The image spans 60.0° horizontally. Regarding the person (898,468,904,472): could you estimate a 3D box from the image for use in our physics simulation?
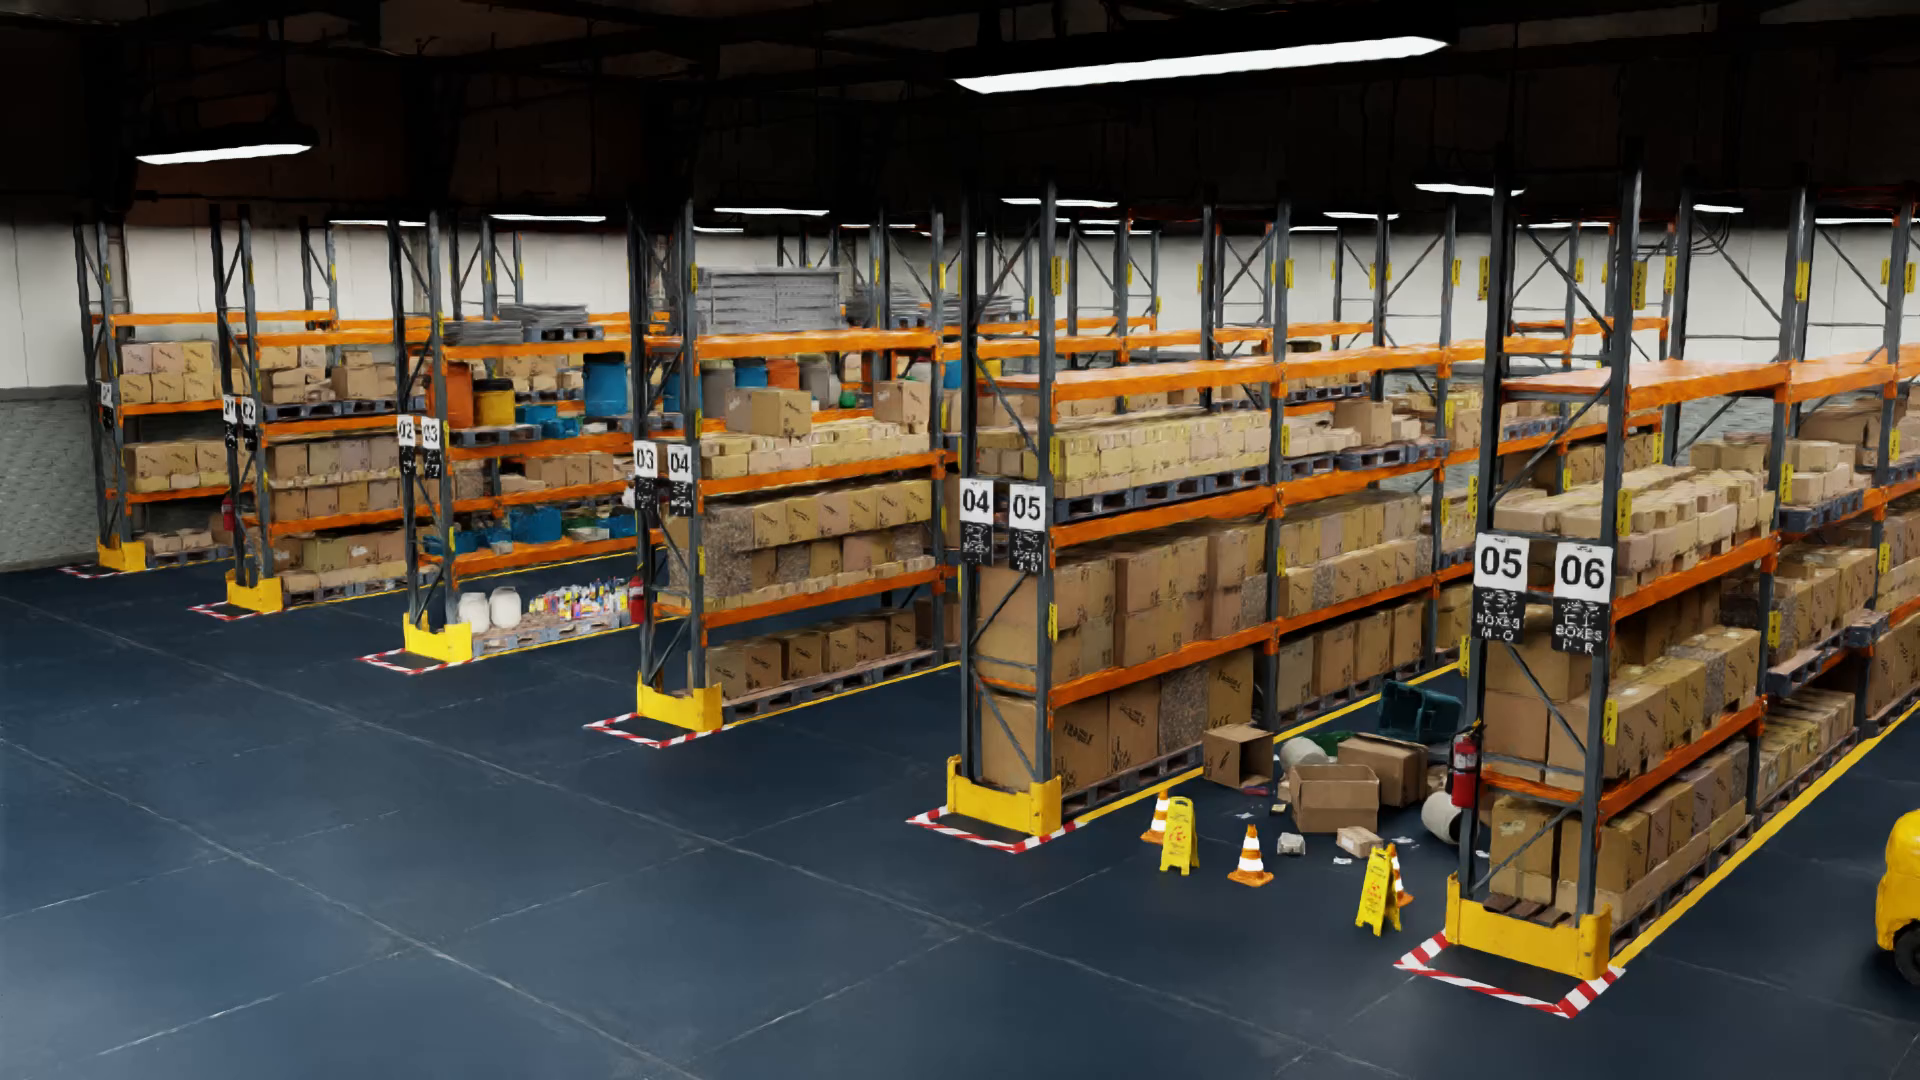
[{"bbox_3d":[-1.234,-2.056,38.410,0.362,1.687,0.606,7,12,36],"label":"person"}]

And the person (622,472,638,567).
[{"bbox_3d":[-5.521,-0.389,28.709,0.605,1.628,0.702,6,11,33],"label":"person"}]
